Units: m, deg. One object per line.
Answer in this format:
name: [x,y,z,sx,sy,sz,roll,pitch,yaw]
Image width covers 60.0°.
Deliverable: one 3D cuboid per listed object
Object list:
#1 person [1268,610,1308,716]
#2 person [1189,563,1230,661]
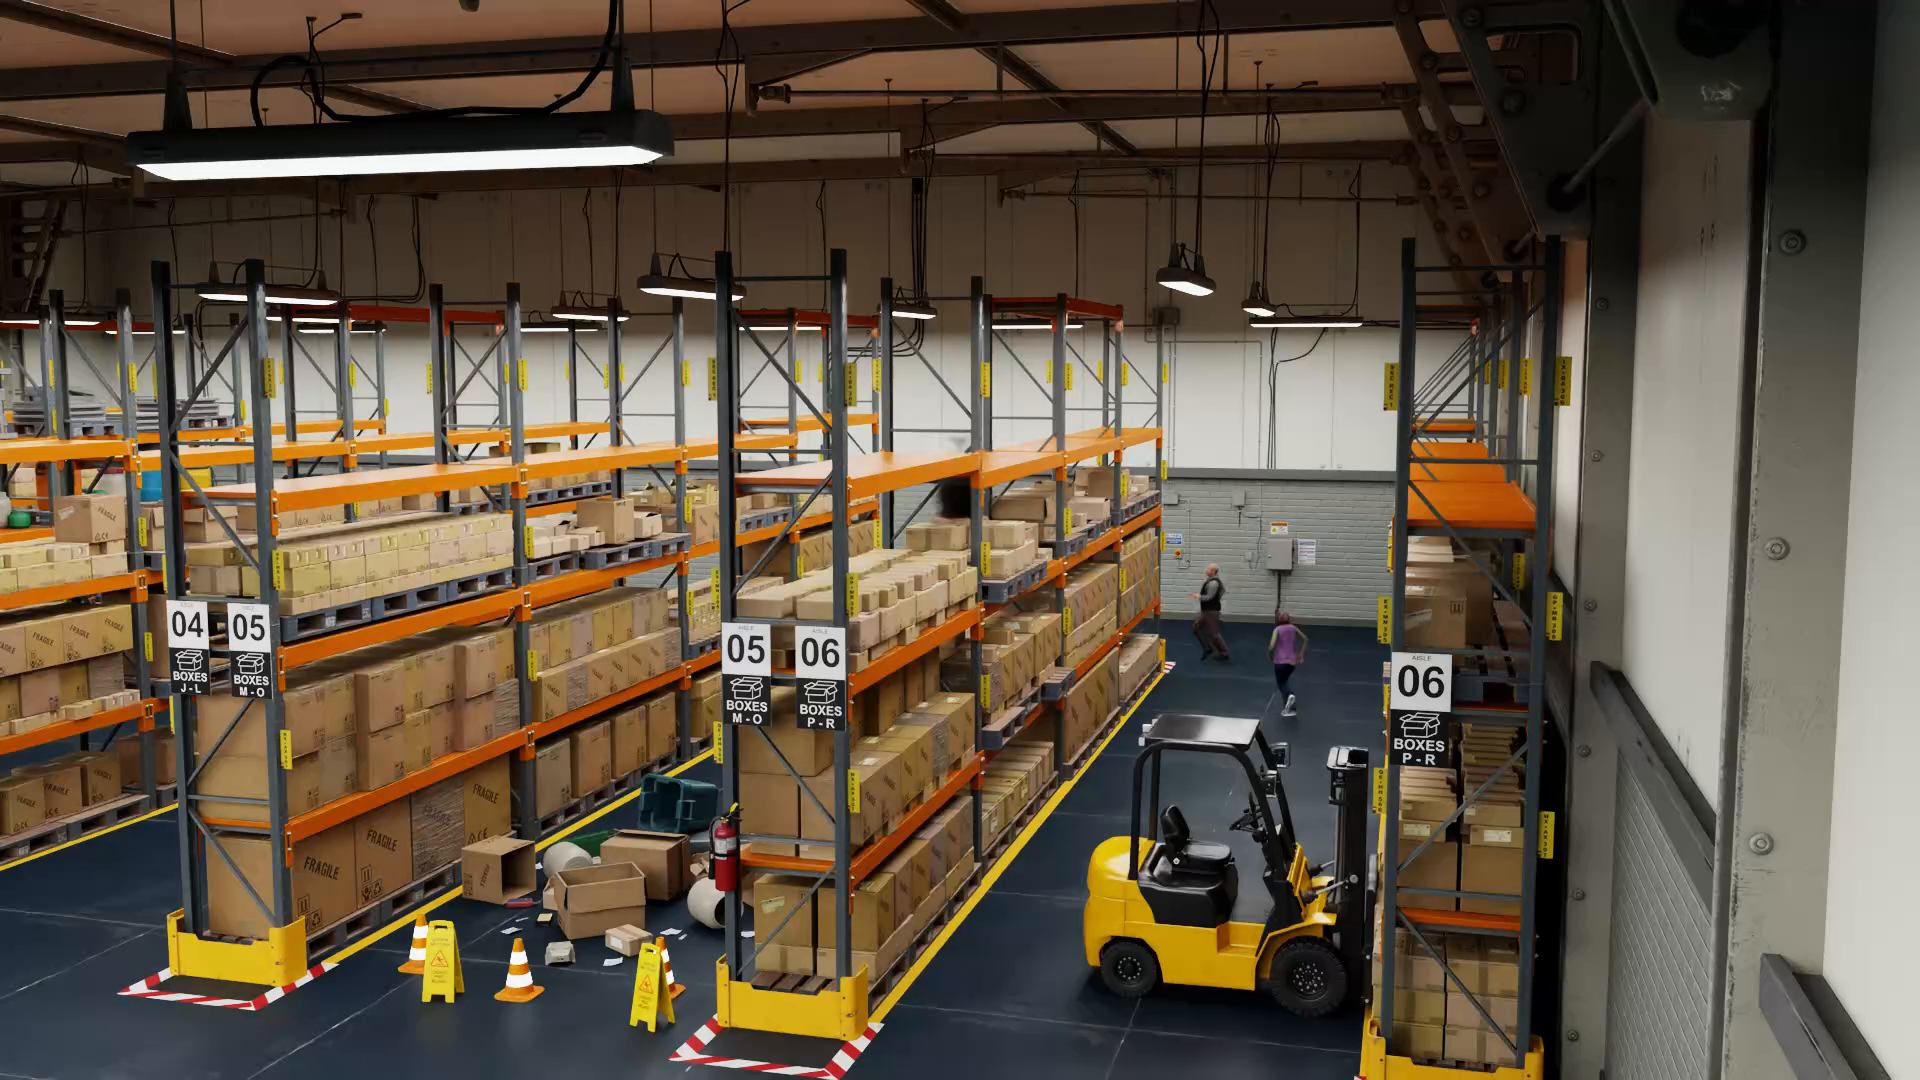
person: [4.823,1.815,24.517,0.612,1.538,0.504,-2,6,-16]
person: [4.331,1.268,28.836,0.720,1.748,0.644,1,6,6]
